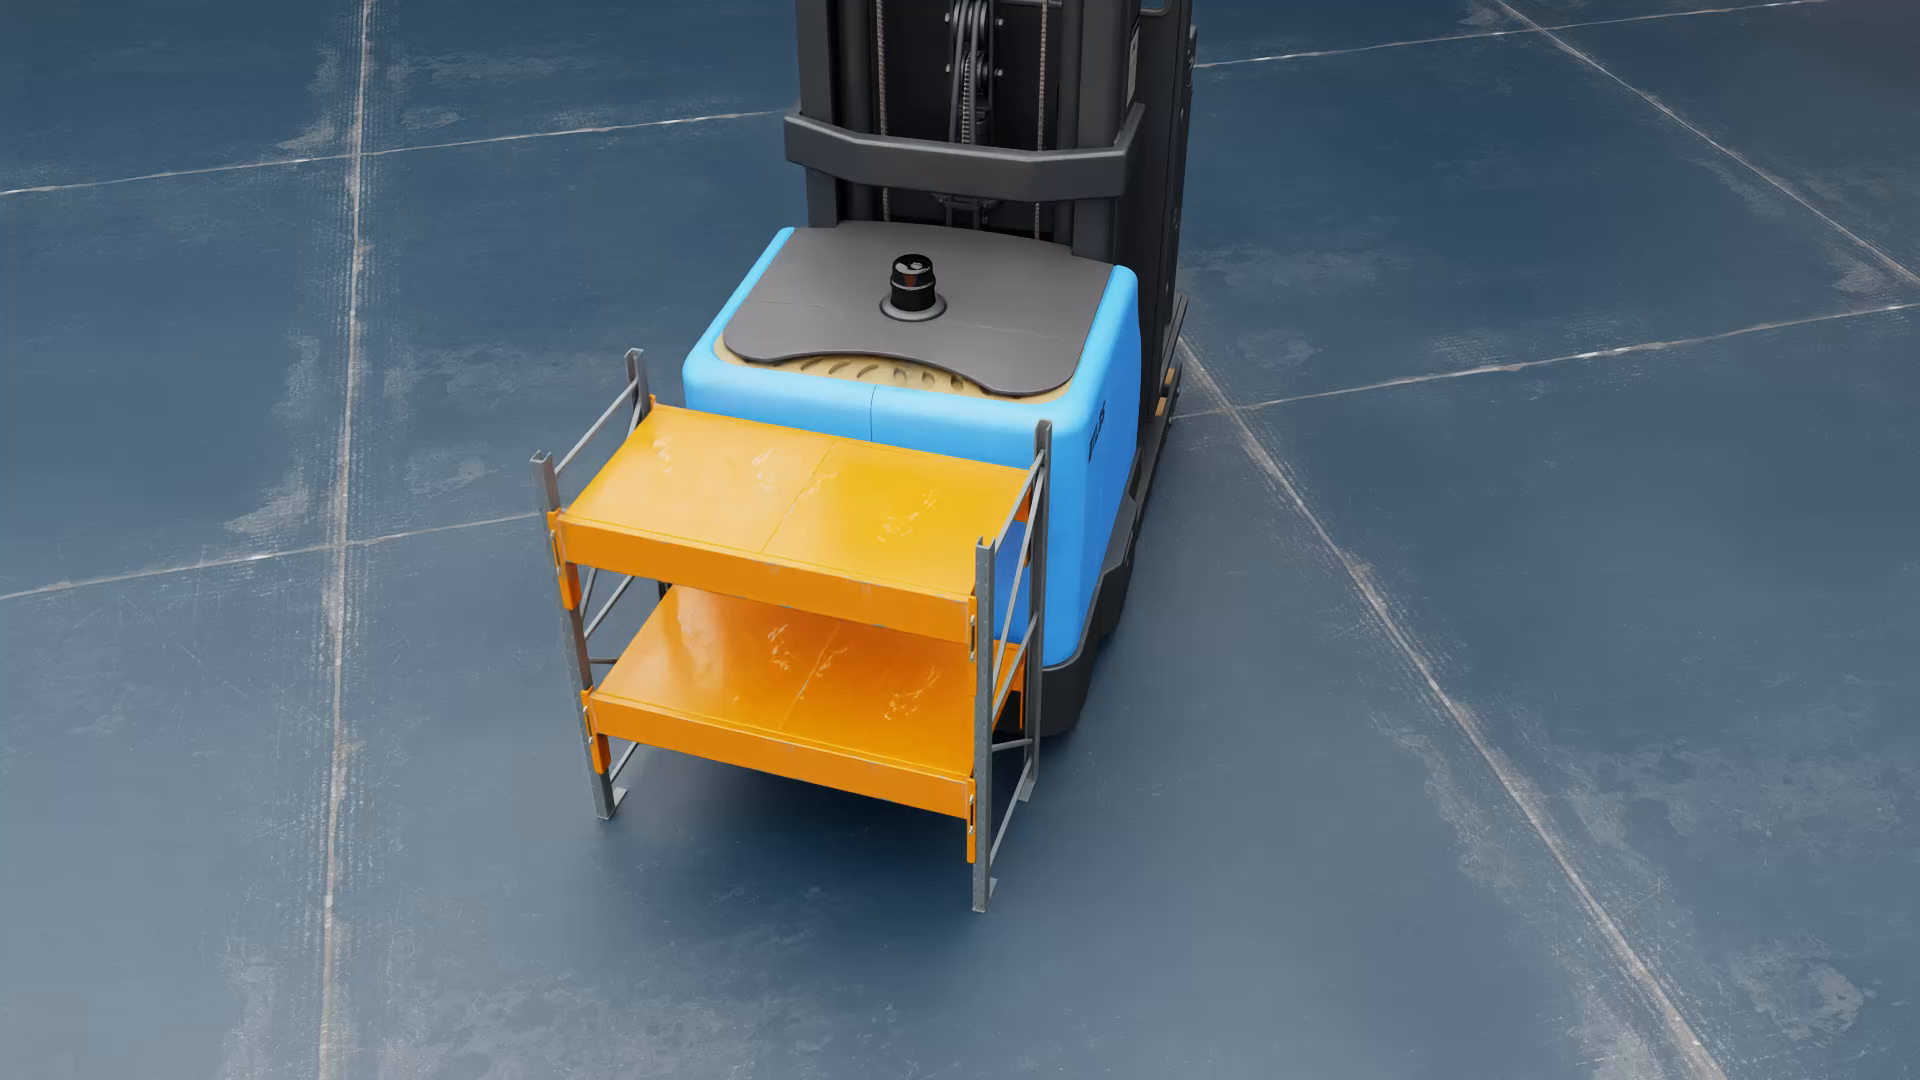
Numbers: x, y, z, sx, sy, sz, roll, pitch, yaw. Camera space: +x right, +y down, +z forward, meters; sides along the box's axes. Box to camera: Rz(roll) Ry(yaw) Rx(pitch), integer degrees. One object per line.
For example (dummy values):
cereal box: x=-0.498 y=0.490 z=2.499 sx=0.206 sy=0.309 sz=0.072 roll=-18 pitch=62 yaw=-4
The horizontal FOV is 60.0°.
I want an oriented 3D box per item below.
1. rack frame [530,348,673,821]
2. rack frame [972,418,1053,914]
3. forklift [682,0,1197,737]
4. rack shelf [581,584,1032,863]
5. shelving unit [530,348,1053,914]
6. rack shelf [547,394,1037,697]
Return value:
rack frame: x=-0.849 y=0.132 z=4.152 sx=0.032 sy=1.125 sz=0.500 roll=11 pitch=39 yaw=14
rack frame: x=0.120 y=0.318 z=3.909 sx=0.032 sy=1.125 sz=0.500 roll=11 pitch=39 yaw=14
forklift: x=0.153 y=-1.536 z=4.845 sx=1.130 sy=2.935 sz=3.031 roll=9 pitch=38 yaw=11
rack shelf: x=-0.365 y=0.419 z=4.179 sx=1.000 sy=0.278 sz=0.538 roll=11 pitch=39 yaw=14
shelving unit: x=-0.365 y=0.225 z=4.030 sx=1.048 sy=1.125 sz=0.538 roll=11 pitch=39 yaw=14
rack shelf: x=-0.365 y=-0.008 z=3.853 sx=1.000 sy=0.278 sz=0.538 roll=11 pitch=39 yaw=14
